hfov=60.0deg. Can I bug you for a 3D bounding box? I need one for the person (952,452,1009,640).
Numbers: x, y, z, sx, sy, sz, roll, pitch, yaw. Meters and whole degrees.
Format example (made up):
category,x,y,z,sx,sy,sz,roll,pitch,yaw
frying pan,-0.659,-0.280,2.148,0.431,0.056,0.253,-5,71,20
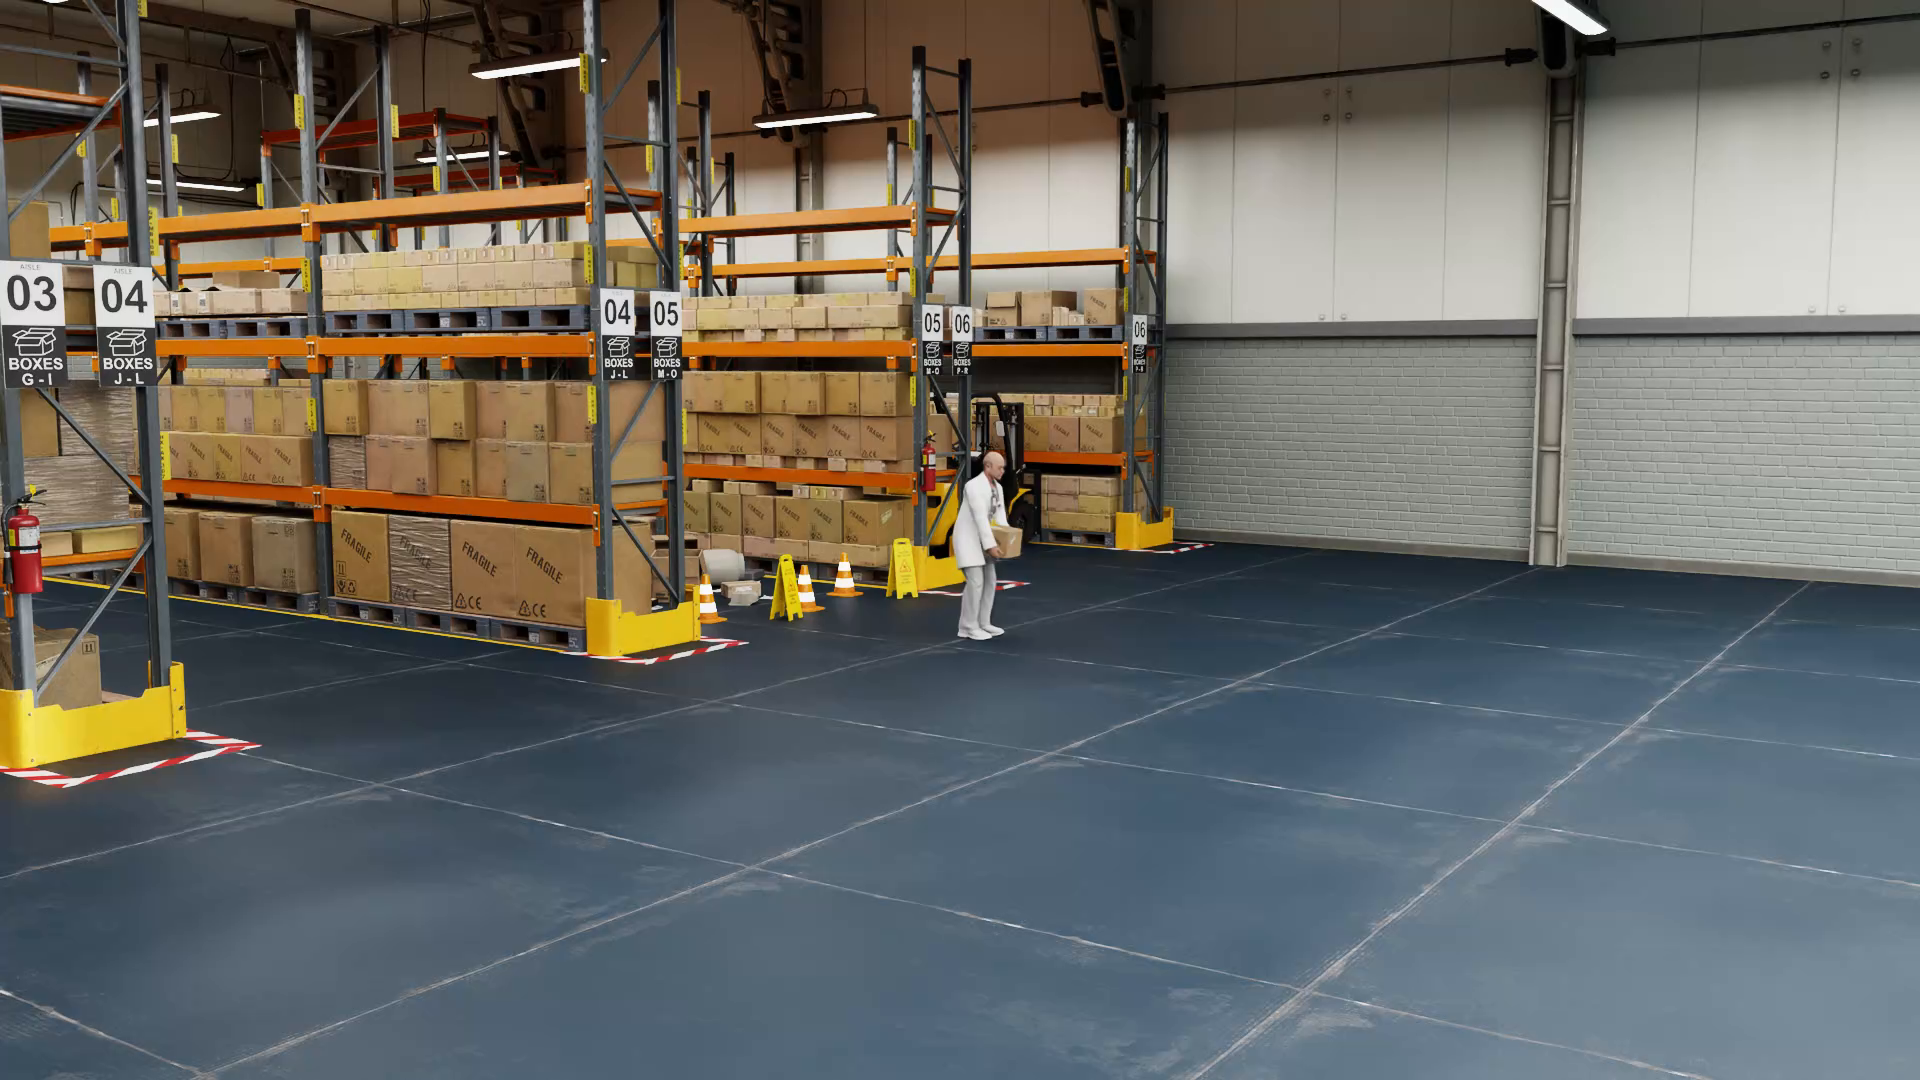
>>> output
category,x,y,z,sx,sy,sz,roll,pitch,yaw
person,0.229,0.049,15.502,0.600,1.743,0.534,4,7,32
